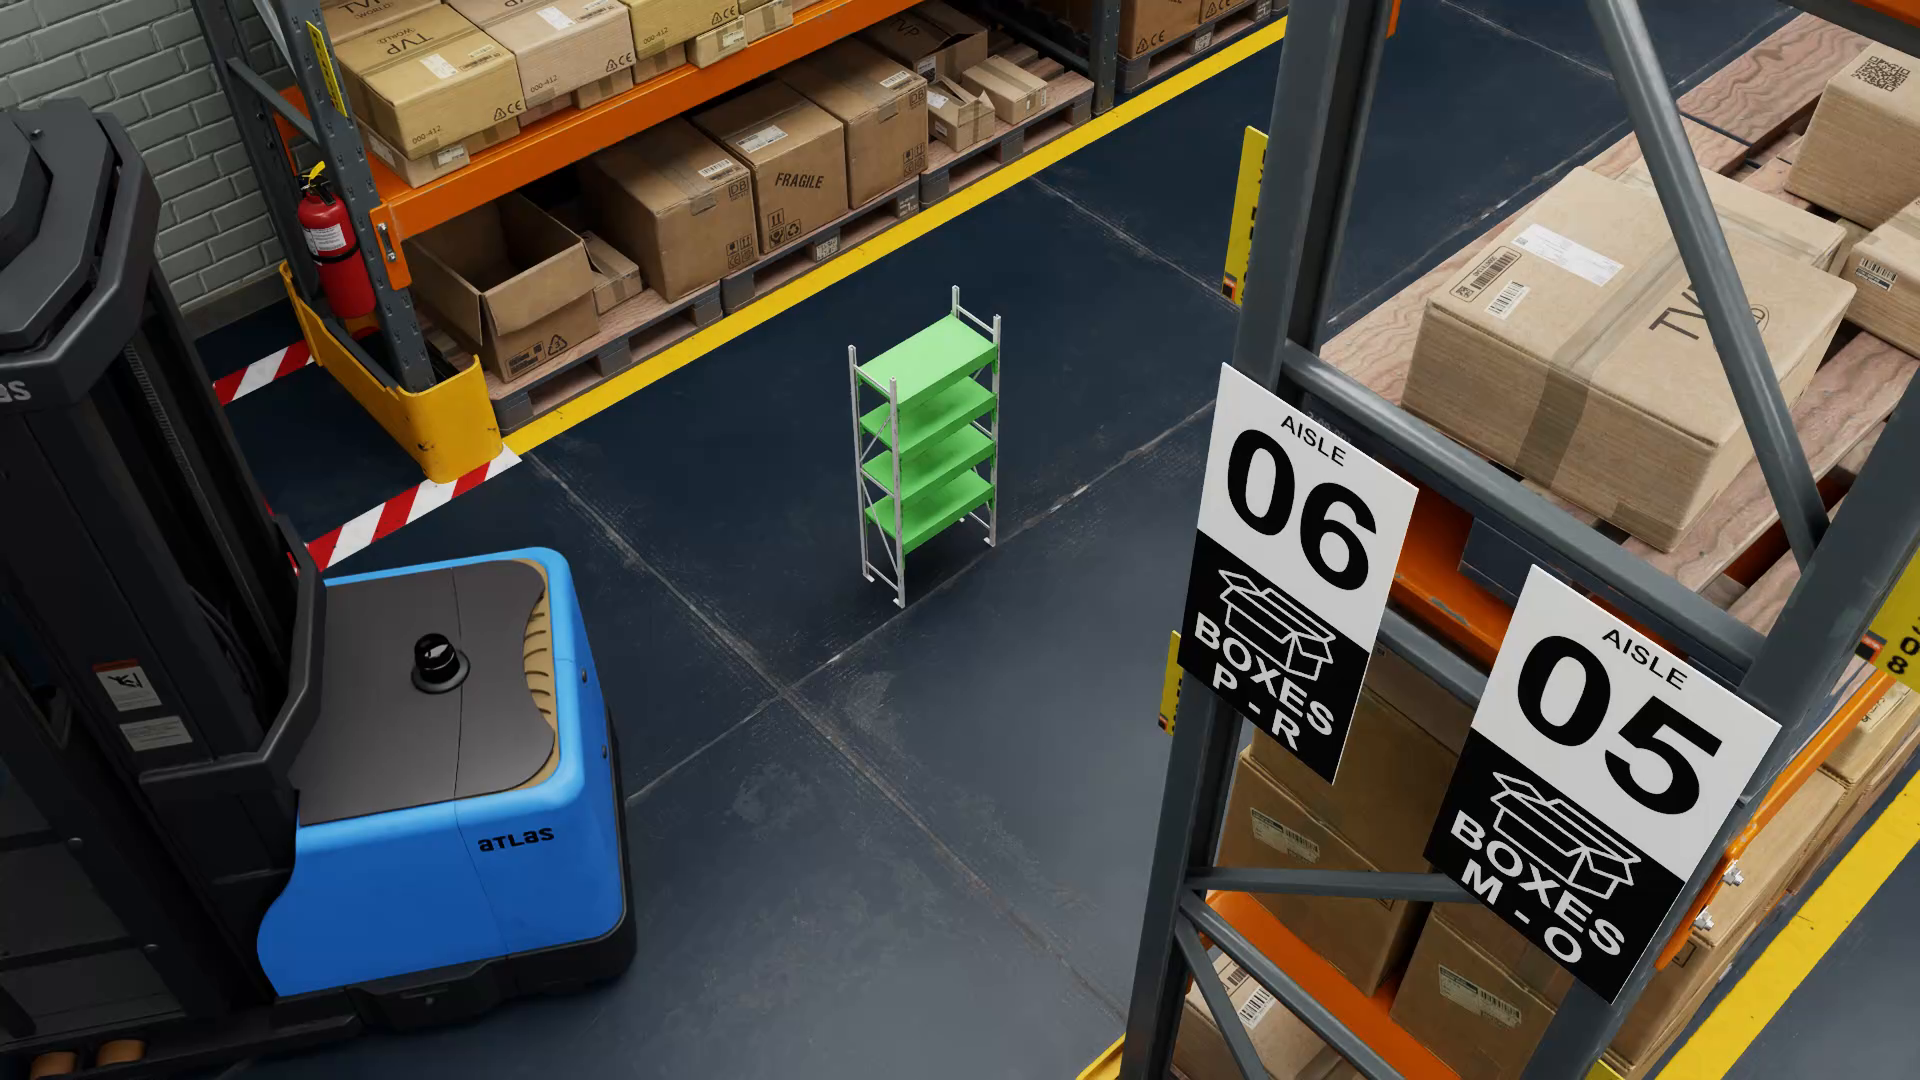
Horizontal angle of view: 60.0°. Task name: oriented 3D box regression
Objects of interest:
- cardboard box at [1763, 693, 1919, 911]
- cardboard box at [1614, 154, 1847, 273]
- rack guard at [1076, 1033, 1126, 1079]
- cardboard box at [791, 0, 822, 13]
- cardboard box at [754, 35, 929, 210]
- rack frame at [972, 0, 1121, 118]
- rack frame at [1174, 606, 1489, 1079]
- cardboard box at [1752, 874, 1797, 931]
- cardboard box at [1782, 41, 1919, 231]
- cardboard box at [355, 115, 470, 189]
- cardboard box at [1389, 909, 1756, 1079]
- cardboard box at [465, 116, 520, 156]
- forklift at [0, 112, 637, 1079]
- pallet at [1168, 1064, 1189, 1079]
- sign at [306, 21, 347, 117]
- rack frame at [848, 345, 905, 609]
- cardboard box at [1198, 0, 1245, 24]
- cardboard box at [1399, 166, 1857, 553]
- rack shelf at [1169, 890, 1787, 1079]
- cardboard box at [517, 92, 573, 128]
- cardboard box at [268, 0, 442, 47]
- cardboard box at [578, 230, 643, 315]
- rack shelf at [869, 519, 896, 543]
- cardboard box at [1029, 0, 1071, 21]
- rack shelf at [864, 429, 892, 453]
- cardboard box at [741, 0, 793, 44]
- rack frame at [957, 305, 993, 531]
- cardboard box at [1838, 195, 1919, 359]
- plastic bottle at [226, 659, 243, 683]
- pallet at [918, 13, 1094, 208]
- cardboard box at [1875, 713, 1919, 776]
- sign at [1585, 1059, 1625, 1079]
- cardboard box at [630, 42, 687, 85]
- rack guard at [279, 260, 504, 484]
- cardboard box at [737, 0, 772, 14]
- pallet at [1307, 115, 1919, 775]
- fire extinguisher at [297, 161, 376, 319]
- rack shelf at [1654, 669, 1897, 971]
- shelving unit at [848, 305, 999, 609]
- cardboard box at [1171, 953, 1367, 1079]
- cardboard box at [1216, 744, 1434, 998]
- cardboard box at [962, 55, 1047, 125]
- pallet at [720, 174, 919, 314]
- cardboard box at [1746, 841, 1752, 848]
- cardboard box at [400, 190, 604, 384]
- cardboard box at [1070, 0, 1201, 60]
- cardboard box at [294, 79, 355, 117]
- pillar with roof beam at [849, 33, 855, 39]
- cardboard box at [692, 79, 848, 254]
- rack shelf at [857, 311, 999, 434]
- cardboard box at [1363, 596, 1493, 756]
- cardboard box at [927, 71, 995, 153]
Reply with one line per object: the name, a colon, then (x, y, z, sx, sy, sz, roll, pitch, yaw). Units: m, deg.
cardboard box: (1.750, 0.384, 3.660, 0.500, 0.500, 0.500, -35, 56, -28)
cardboard box: (1.354, -0.532, 3.030, 0.380, 0.149, 0.250, 35, 56, 28)
rack guard: (0.808, 1.958, 4.657, 0.348, 0.500, 1.175, -34, 56, -27)
cardboard box: (-0.777, -2.443, 7.188, 0.250, 0.149, 0.380, -34, 56, -27)
cardboard box: (-0.573, -2.059, 8.078, 0.500, 0.500, 0.700, -36, 57, -28)
rack frame: (0.443, -3.577, 8.063, 0.127, 3.000, 1.000, -34, 56, -27)
rack frame: (0.823, 1.096, 3.751, 0.053, 2.616, 0.949, -34, 56, -27)
cardboard box: (1.729, 0.718, 4.032, 0.500, 0.500, 0.500, -35, 56, -28)
cardboard box: (1.967, -0.778, 3.146, 0.500, 0.311, 0.500, -33, 55, -27)
cardboard box: (-2.089, -1.527, 6.342, 0.250, 0.149, 0.380, -34, 56, -27)
cardboard box: (1.374, 0.983, 3.787, 0.500, 0.500, 0.500, -34, 56, -27)
cardboard box: (-1.932, -1.678, 6.482, 0.250, 0.149, 0.380, -32, 55, -26)
forklift: (0.172, 2.121, 2.912, 7.487, 2.843, 7.029, -9, 48, -8)
pallet: (1.365, 1.606, 5.178, 1.213, 0.211, 1.003, -34, 56, -27)
sign: (-2.151, -1.598, 5.647, 0.005, 0.325, 0.100, -34, 56, -27)
rack frame: (-0.303, -0.204, 6.175, 0.015, 1.200, 0.240, -34, 56, -27)
cardboard box: (1.340, -3.257, 9.182, 0.500, 0.500, 0.500, -34, 56, -28)
cardboard box: (1.098, -0.316, 2.761, 0.500, 0.250, 0.500, 34, 56, 27)
rack shelf: (2.305, 0.353, 4.926, 4.000, 0.370, 1.077, -34, 56, -27)
cardboard box: (-1.760, -1.827, 6.619, 0.250, 0.149, 0.380, -34, 56, -28)
cardboard box: (-2.355, -2.021, 6.527, 0.500, 0.250, 0.500, -32, 55, -26)
cardboard box: (-1.660, -1.214, 7.537, 0.250, 0.149, 0.380, -36, 57, -28)
rack shelf: (-0.122, -0.138, 6.489, 0.442, 0.029, 0.199, -34, 56, -27)
cardboard box: (0.904, -3.513, 9.317, 1.298, 0.649, 0.516, -32, 55, -26)
rack shelf: (-0.122, -0.464, 6.136, 0.442, 0.029, 0.199, -34, 56, -27)
cardboard box: (-0.921, -2.278, 7.035, 0.250, 0.149, 0.380, -33, 55, -26)
rack frame: (0.058, -0.446, 6.398, 0.006, 1.046, 0.228, -34, 56, -27)
cardboard box: (1.785, -0.423, 2.929, 0.250, 0.149, 0.380, -32, 55, -26)
plastic bottle: (9.247, 1.676, 4.069, 18.524, 1.306, 14.014, 35, 56, 28)
pallet: (-0.066, -2.292, 8.775, 1.213, 0.211, 1.003, -34, 56, -27)
cardboard box: (2.126, 0.125, 3.899, 0.500, 0.500, 0.500, -34, 56, -27)
sign: (1.195, 1.083, 3.121, 0.005, 0.325, 0.100, -34, 56, -27)
cardboard box: (-1.340, -2.053, 6.827, 0.250, 0.149, 0.380, -33, 55, -27)
rack guard: (-2.460, -0.789, 7.191, 0.348, 0.500, 1.175, -34, 56, -27)
cardboard box: (-0.890, -2.493, 6.962, 0.500, 0.250, 0.500, -35, 56, -28)
pallet: (1.368, -0.261, 3.023, 1.213, 0.211, 1.003, -34, 56, -27)
fire extinguisher: (-2.314, -1.122, 6.104, 0.183, 0.674, 0.296, -34, 56, -27)
rack shelf: (5.639, 2.539, 1.888, 4.000, 1.870, 10.987, -34, 56, -27)
shelving unit: (7.177, 1.156, 4.921, 8.595, 1.200, 13.061, -34, 56, -27)
cardboard box: (1.247, 1.444, 4.888, 0.875, 0.438, 0.875, -36, 57, -28)
cardboard box: (1.004, 0.682, 4.065, 0.500, 0.500, 0.500, -33, 56, -27)
cardboard box: (0.229, -2.317, 8.554, 0.250, 0.149, 0.380, -35, 56, -28)
pallet: (-0.969, -1.686, 8.215, 1.213, 0.211, 1.003, -34, 56, -27)
cardboard box: (1.275, 0.480, 3.129, 0.250, 0.149, 0.380, -33, 55, -26)
cardboard box: (-2.000, -1.146, 7.232, 0.637, 0.503, 0.797, -36, 57, -28)
cardboard box: (0.952, -2.988, 8.935, 0.500, 0.500, 0.500, -31, 55, -26)
cardboard box: (-2.452, -1.824, 6.616, 0.250, 0.149, 0.380, -34, 56, -28)
pillar with roof beam: (2.218, -3.416, 3.832, 0.400, 9.000, 9.100, -34, 56, -27)
cardboard box: (-0.883, -1.753, 7.795, 0.500, 0.500, 0.500, -33, 55, -27)
rack shelf: (-0.122, -0.607, 5.981, 0.480, 0.148, 0.258, -34, 56, -27)
cardboard box: (0.956, 0.219, 3.371, 0.250, 0.149, 0.380, -33, 55, -27)
cardboard box: (-0.036, -2.180, 8.349, 0.258, 0.266, 0.396, -32, 55, -26)
